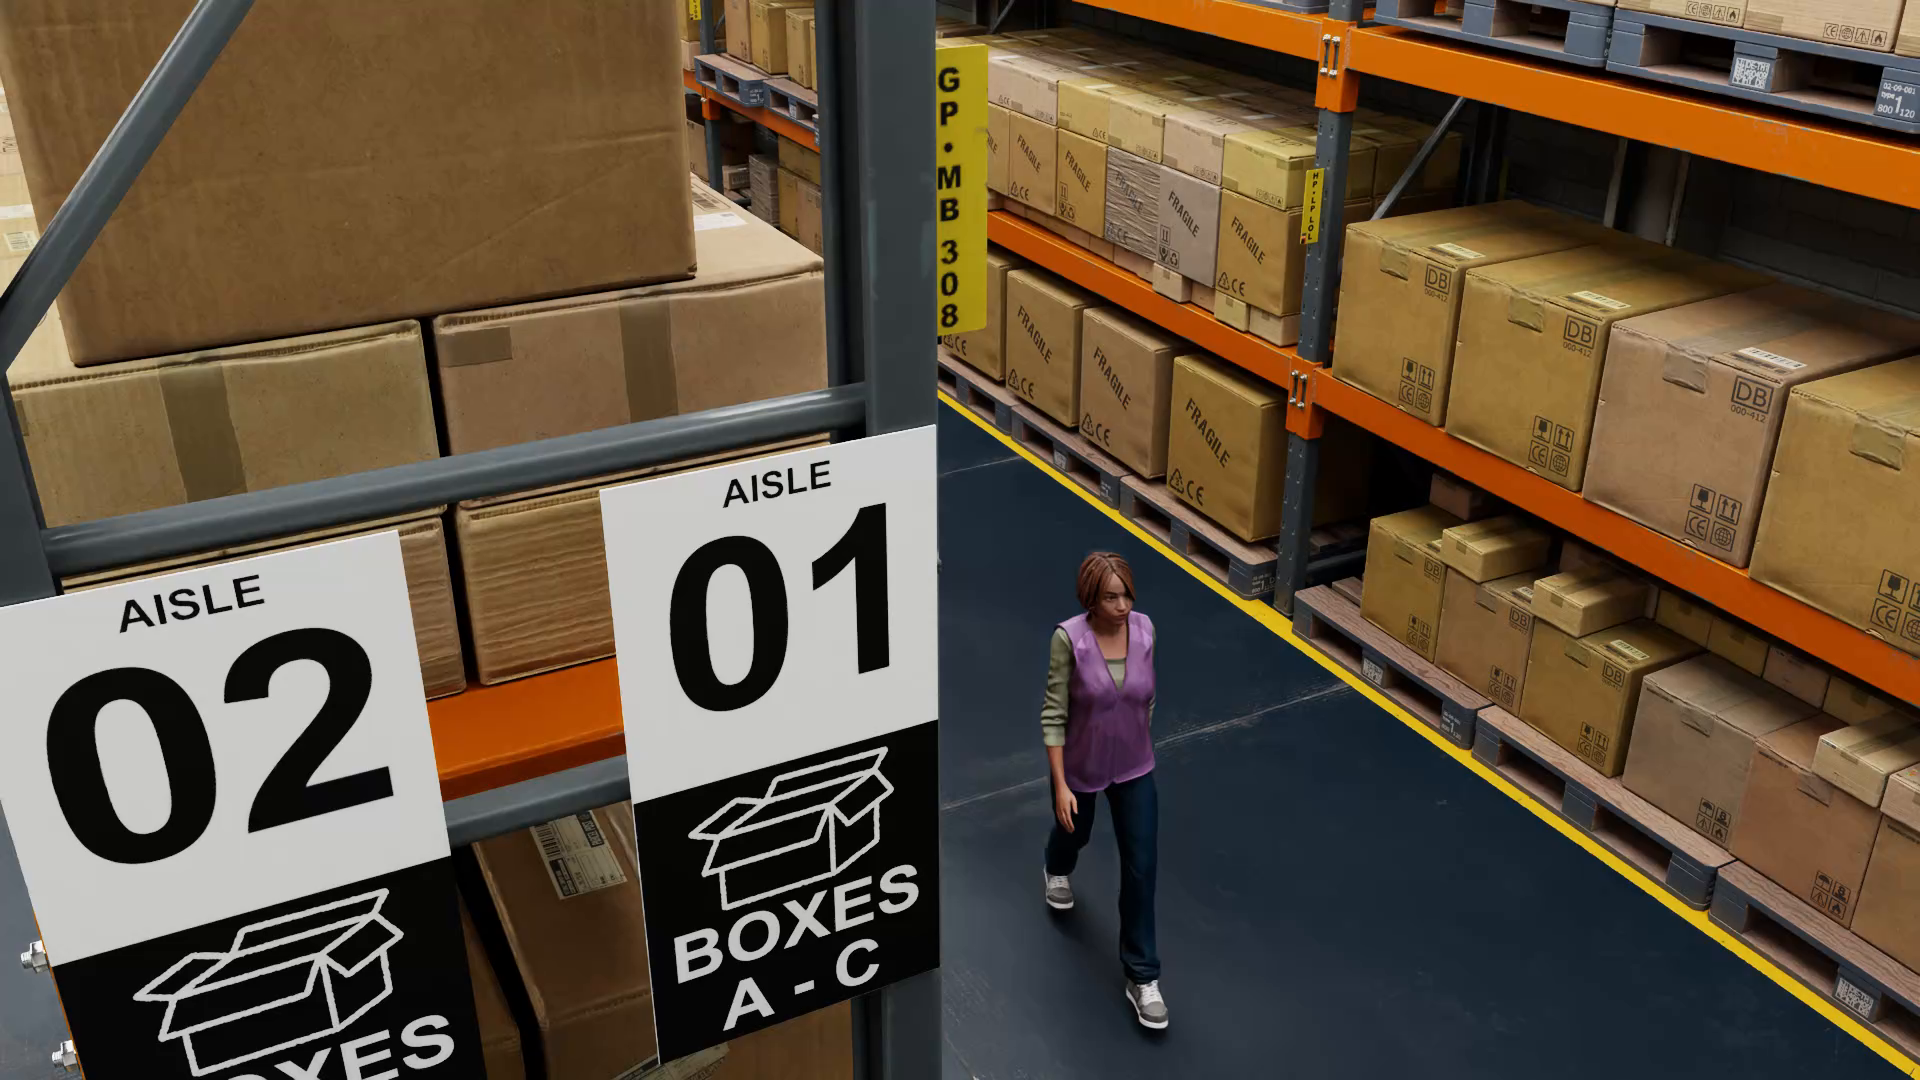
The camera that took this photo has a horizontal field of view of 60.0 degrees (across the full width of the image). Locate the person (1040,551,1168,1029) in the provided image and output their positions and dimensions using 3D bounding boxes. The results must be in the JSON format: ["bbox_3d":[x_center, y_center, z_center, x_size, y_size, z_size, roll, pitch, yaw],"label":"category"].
[{"bbox_3d":[0.472,0.765,5.533,0.427,1.541,0.925,-5,26,-10],"label":"person"}]
